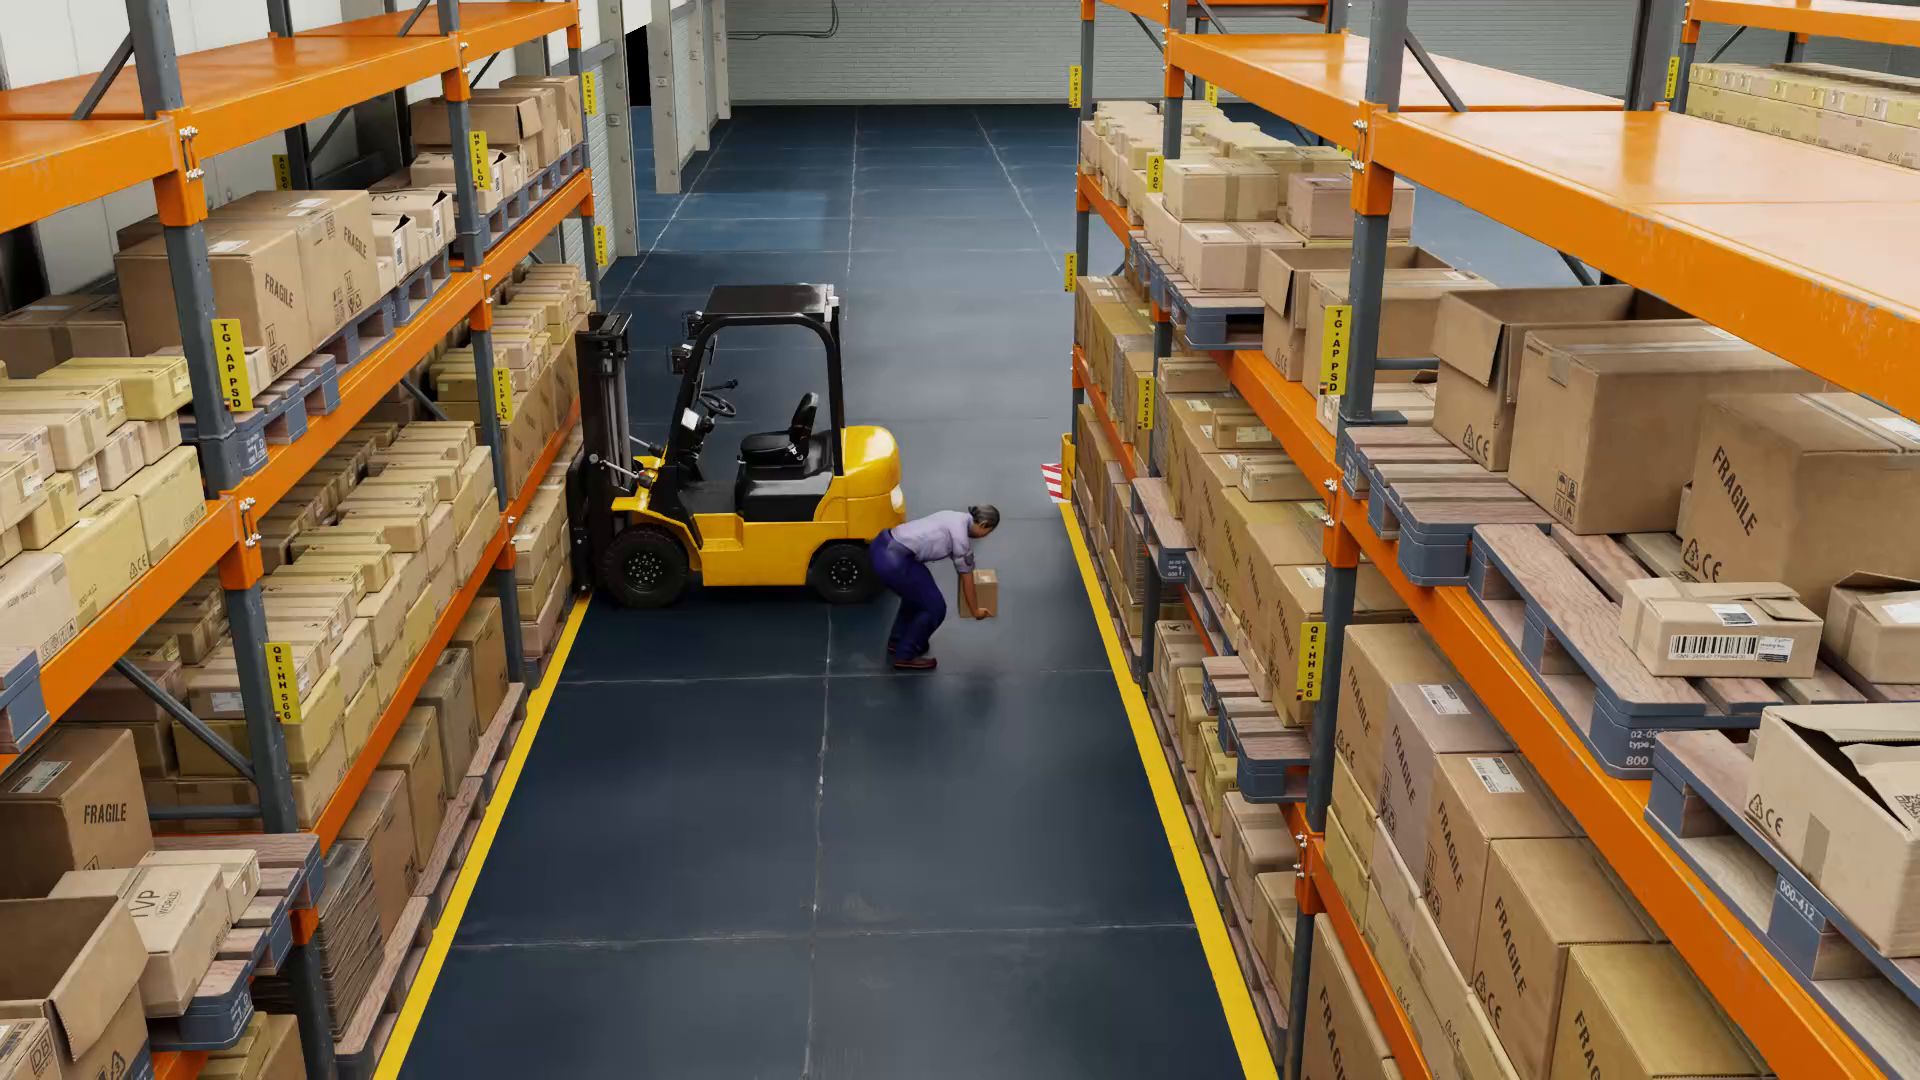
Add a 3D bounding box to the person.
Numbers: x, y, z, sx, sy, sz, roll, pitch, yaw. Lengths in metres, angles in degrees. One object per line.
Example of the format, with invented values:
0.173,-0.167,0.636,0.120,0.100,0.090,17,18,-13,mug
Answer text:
-0.165,0.291,11.157,0.888,1.067,0.506,-5,21,-13,person
